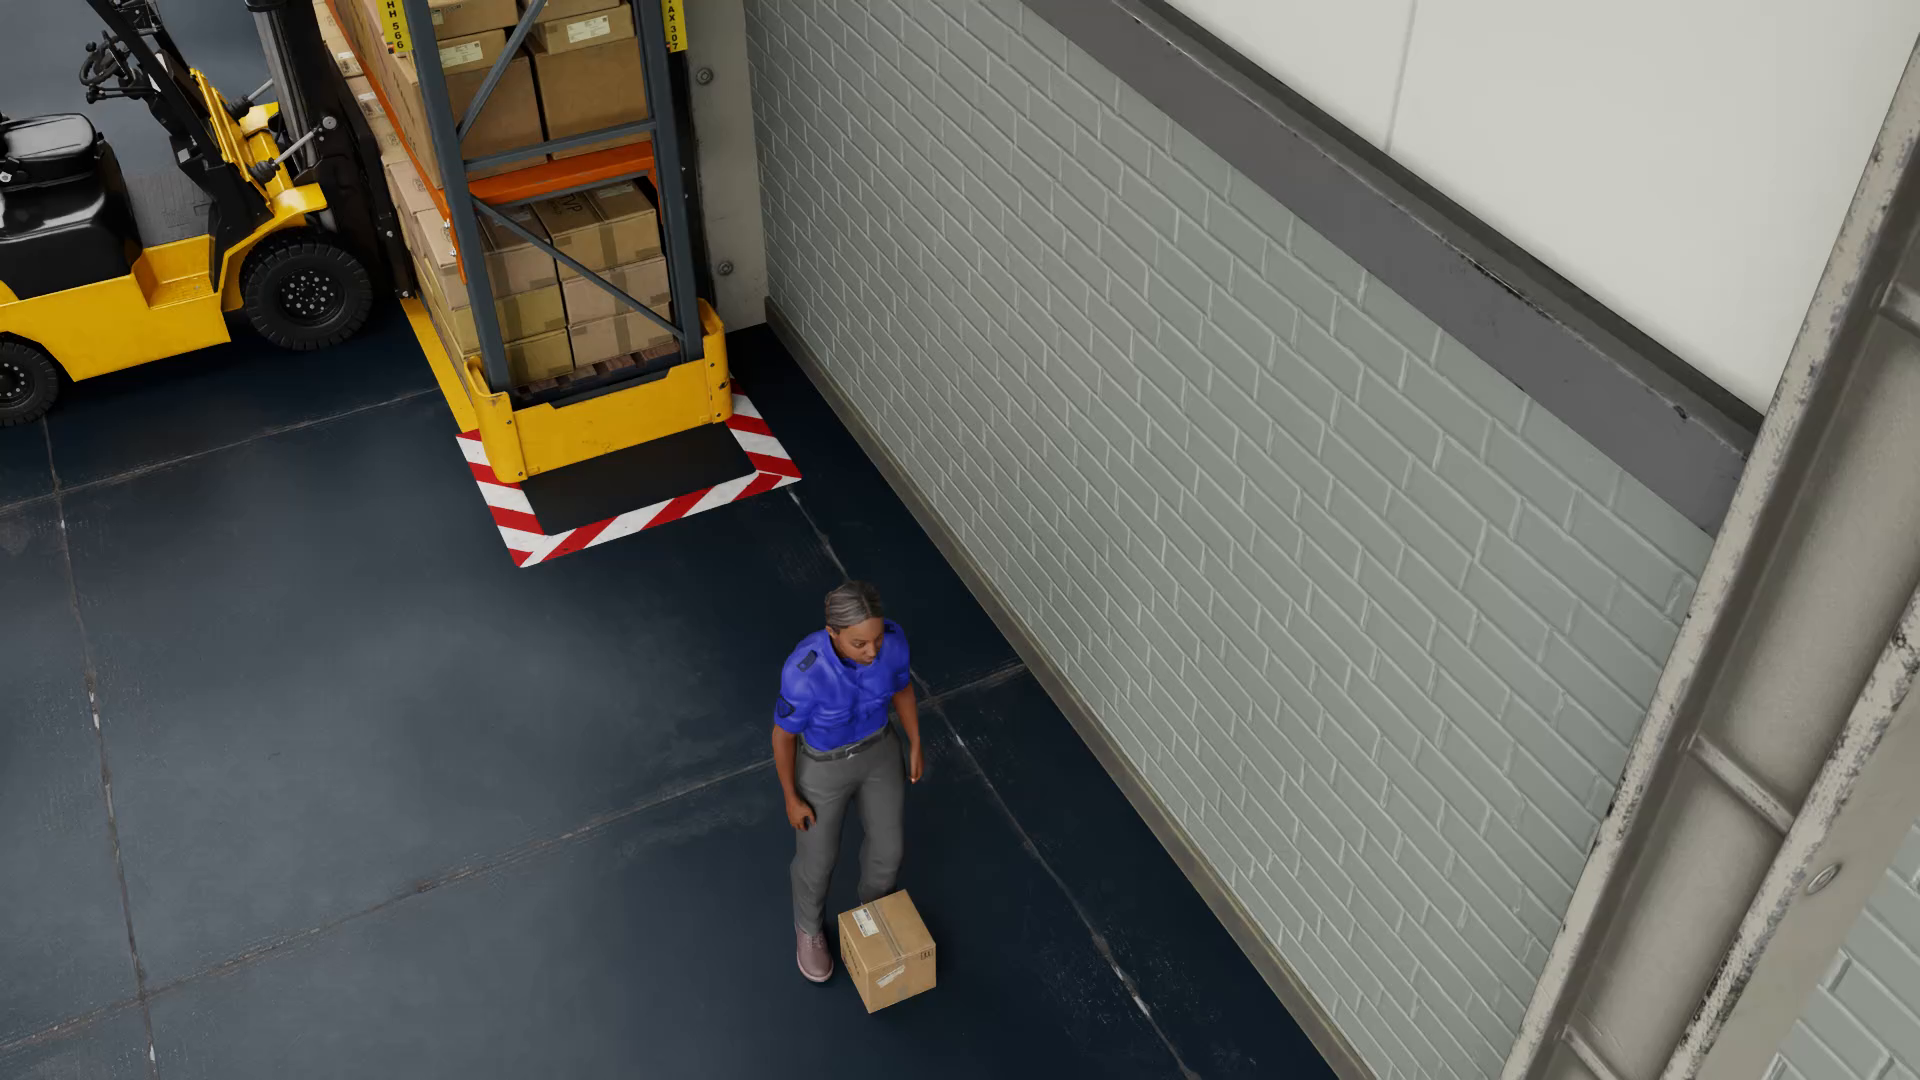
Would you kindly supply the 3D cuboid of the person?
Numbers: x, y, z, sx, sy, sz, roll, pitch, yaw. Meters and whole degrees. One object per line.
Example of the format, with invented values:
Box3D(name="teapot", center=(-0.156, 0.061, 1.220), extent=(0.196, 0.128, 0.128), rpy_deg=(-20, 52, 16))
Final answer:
Box3D(name="person", center=(-0.347, 0.749, 5.315), extent=(0.530, 1.656, 0.395), rpy_deg=(-21, 46, -22))
